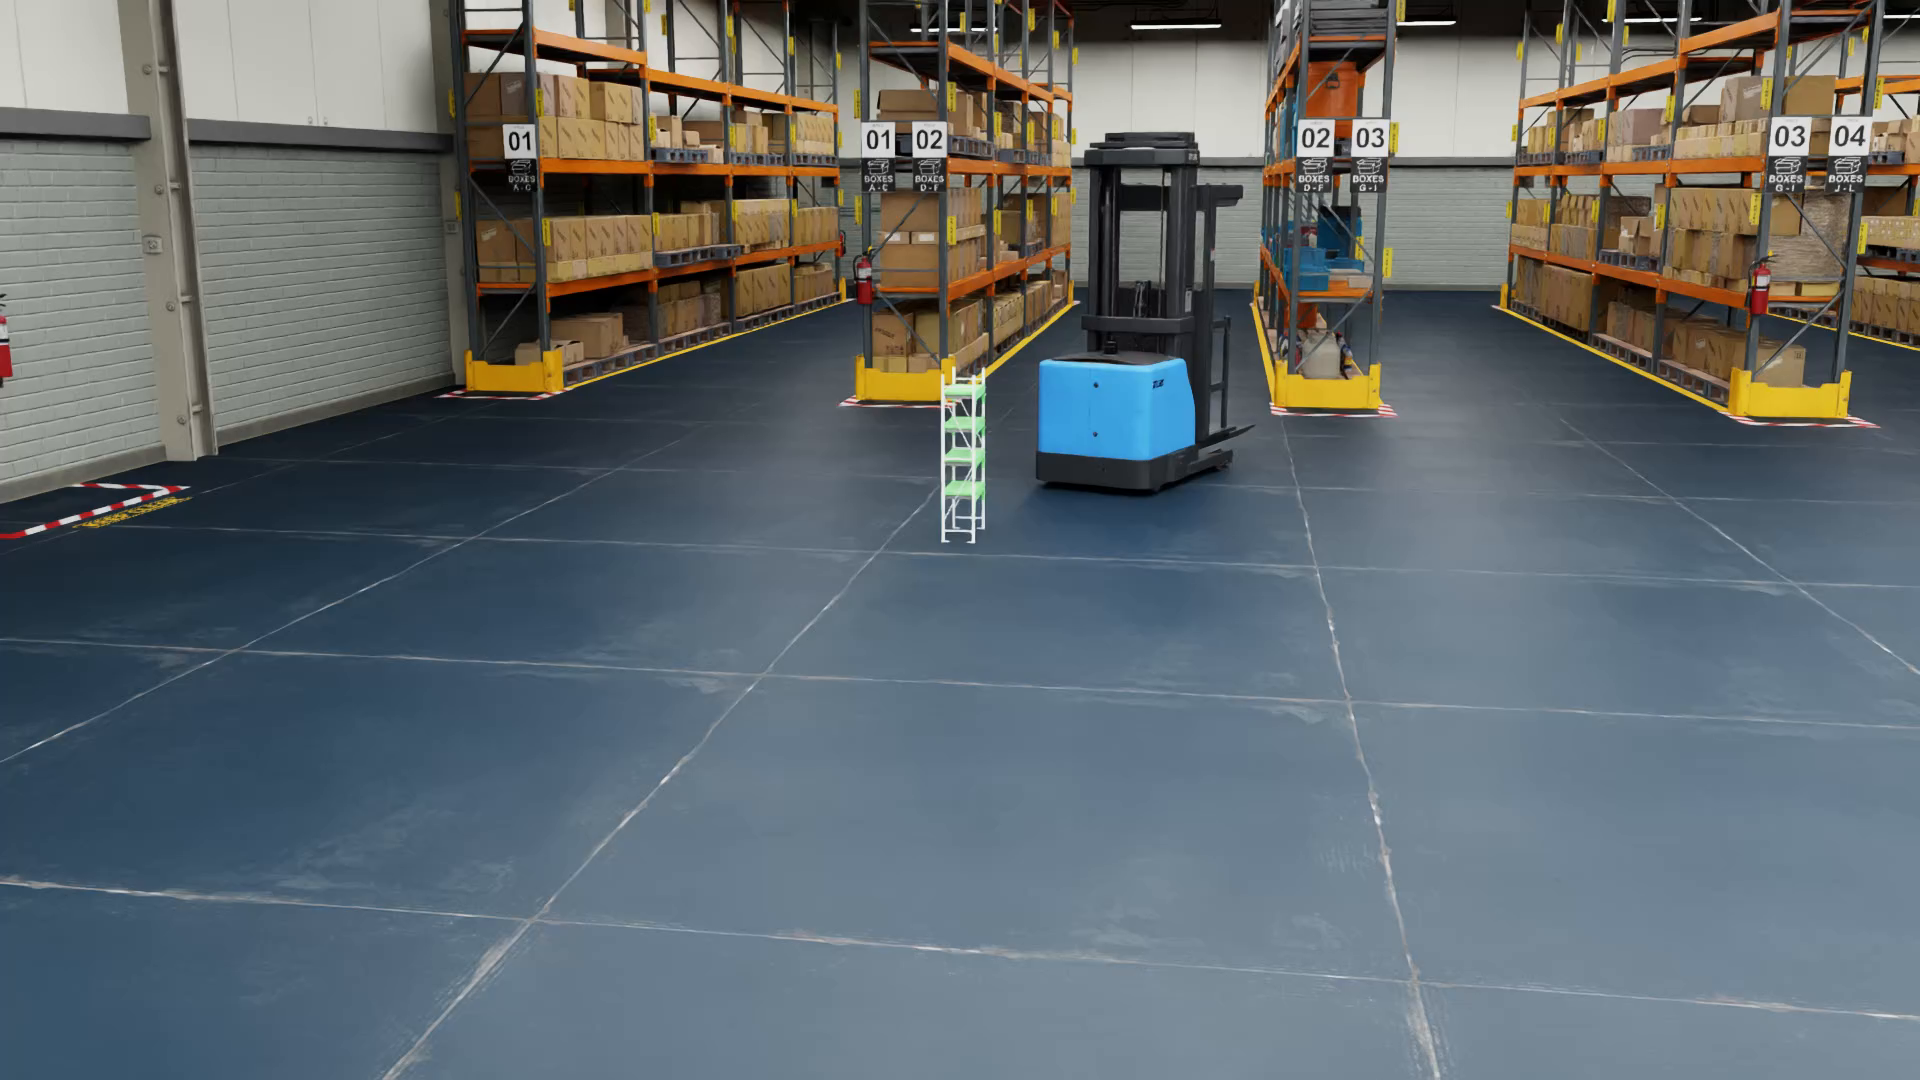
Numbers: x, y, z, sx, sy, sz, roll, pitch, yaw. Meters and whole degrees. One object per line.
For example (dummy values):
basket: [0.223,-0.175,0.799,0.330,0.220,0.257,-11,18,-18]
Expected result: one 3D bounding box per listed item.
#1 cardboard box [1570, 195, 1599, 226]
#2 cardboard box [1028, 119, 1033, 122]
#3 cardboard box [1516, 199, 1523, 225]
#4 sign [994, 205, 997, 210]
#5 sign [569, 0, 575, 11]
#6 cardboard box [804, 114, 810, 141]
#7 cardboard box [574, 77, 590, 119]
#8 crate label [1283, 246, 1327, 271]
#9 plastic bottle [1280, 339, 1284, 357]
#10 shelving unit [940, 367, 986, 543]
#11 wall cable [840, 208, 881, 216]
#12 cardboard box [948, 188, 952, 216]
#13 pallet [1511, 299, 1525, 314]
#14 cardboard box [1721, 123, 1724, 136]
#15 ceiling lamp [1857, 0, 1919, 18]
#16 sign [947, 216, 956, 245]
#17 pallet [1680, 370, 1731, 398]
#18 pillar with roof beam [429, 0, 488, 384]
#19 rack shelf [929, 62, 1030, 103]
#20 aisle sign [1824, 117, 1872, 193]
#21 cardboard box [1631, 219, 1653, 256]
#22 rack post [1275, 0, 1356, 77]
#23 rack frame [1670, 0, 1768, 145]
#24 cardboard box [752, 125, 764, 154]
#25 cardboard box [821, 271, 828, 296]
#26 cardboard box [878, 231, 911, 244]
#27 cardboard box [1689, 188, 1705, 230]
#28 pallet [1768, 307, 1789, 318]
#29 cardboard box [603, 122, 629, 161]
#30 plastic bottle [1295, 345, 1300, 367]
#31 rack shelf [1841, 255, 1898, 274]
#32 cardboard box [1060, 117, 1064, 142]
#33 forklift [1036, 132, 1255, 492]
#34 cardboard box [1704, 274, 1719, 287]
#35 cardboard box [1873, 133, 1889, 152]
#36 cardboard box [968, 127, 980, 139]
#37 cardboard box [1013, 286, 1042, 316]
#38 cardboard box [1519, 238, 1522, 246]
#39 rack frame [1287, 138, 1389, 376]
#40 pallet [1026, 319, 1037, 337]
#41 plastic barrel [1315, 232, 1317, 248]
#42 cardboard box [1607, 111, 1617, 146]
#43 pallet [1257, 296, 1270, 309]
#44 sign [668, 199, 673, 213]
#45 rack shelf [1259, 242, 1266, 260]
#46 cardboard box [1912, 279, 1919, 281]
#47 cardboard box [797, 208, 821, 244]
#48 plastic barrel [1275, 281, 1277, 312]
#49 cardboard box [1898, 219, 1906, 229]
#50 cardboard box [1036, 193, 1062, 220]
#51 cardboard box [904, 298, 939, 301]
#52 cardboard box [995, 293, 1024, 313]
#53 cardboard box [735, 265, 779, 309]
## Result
cardboard box: [10.783,-5.598,28.229,0.797,0.503,0.637,2,12,9]
cardboard box: [0.971,-7.183,29.612,0.600,0.600,0.600,2,12,8]
cardboard box: [11.188,-6.410,32.488,0.500,0.500,0.500,2,12,7]
sign: [0.665,-6.095,31.101,0.100,0.325,0.005,2,12,9]
sign: [-5.473,-7.634,23.462,0.100,0.325,0.005,2,12,9]
cardboard box: [-3.234,-8.076,32.569,0.500,0.500,0.500,2,12,7]
cardboard box: [-5.045,-5.614,21.143,0.500,0.500,0.500,2,12,10]
crate label: [4.266,-3.406,20.593,0.502,0.435,0.616,2,12,9]
plastic bottle: [4.236,-2.490,21.829,0.061,0.283,0.133,2,12,11]
shelving unit: [0.025,-0.621,12.027,0.258,1.200,0.503,2,12,9]
wall cable: [-1.855,-9.229,40.827,3.097,2.526,0.112,2,12,9]
cardboard box: [-0.475,-4.058,20.388,0.700,0.500,0.500,2,12,7]
pallet: [11.559,-4.635,32.998,1.003,0.211,1.213,2,12,9]
cardboard box: [9.174,-4.818,19.520,0.380,0.149,0.250,1,12,6]
ceiling lamp: [19.414,-12.269,33.709,2.000,3.185,0.800,2,12,9]
sign: [-0.096,-3.601,19.338,0.100,0.325,0.005,2,12,9]
pallet: [9.506,-1.910,20.355,1.003,0.211,1.213,2,12,9]
pillar with roof beam: [-2.032,-6.285,19.795,9.100,9.000,0.400,2,12,9]
rack shelf: [0.279,-6.792,24.808,1.077,0.370,4.000,2,12,9]
aisle sign: [9.431,-4.084,17.655,0.394,0.787,0.004,2,12,9]
cardboard box: [9.935,-4.288,23.530,0.797,0.503,0.637,3,13,14]
rack post: [5.083,-7.272,23.904,1.013,1.000,3.121,2,12,9]
rack frame: [9.759,-6.601,21.265,1.000,3.000,0.127,2,12,9]
cardboard box: [-3.959,-7.248,30.105,0.700,0.500,0.500,2,12,8]
cardboard box: [-3.164,-5.379,34.767,0.700,0.500,0.500,2,12,8]
cardboard box: [-0.773,-3.610,19.845,0.380,0.149,0.250,2,12,8]
cardboard box: [9.286,-4.058,20.388,0.500,0.500,0.500,2,12,9]
pallet: [16.319,-4.438,32.086,1.003,0.211,1.213,2,12,9]
cardboard box: [-4.848,-5.457,22.791,0.500,0.500,0.500,1,12,4]
plastic bottle: [4.271,-2.329,21.082,0.061,0.283,0.133,2,12,9]
rack shelf: [16.183,-5.217,30.789,1.077,0.370,4.000,2,12,9]
cardboard box: [1.754,-8.385,34.051,0.700,0.500,0.500,2,12,9]
forklift: [1.814,-2.095,14.759,1.130,2.935,3.031,7,14,29]
cardboard box: [9.111,-3.095,19.831,0.380,0.149,0.250,2,12,9]
cardboard box: [15.532,-6.604,27.612,0.500,0.311,0.500,2,12,8]
cardboard box: [0.056,-5.348,21.835,0.380,0.149,0.250,2,12,9]
cardboard box: [1.171,-4.224,29.363,0.500,0.500,0.500,1,12,7]
cardboard box: [11.068,-5.767,32.229,0.380,0.149,0.250,2,12,8]
rack frame: [4.250,-2.997,18.778,1.000,3.000,0.127,2,12,9]
pallet: [0.739,-3.614,28.263,1.003,0.211,1.213,2,12,9]
plastic barrel: [5.229,-4.088,23.519,0.433,0.535,0.433,0,12,0]
cardboard box: [10.048,-6.172,24.966,0.500,0.500,0.500,2,12,9]
pallet: [6.546,-4.794,33.736,1.003,0.211,1.213,2,12,9]
sign: [-4.857,-5.566,27.953,0.100,0.325,0.005,2,12,9]
rack shelf: [6.403,-5.559,32.377,1.077,0.370,4.000,2,12,9]
cardboard box: [15.851,-4.122,27.157,0.500,0.250,0.500,1,12,6]
cardboard box: [-3.374,-6.378,33.757,0.980,0.700,0.700,1,12,6]
plastic barrel: [5.995,-4.561,30.023,0.600,0.901,0.708,2,12,9]
cardboard box: [15.001,-4.972,26.133,0.380,0.149,0.250,2,12,10]
cardboard box: [1.711,-6.497,32.409,0.500,0.500,0.500,2,12,7]
cardboard box: [-0.478,-3.028,22.672,0.500,0.500,0.500,2,12,9]
cardboard box: [0.750,-3.842,26.897,0.500,0.311,0.500,2,12,10]
cardboard box: [-3.799,-4.645,30.535,0.750,0.750,0.750,2,12,10]
